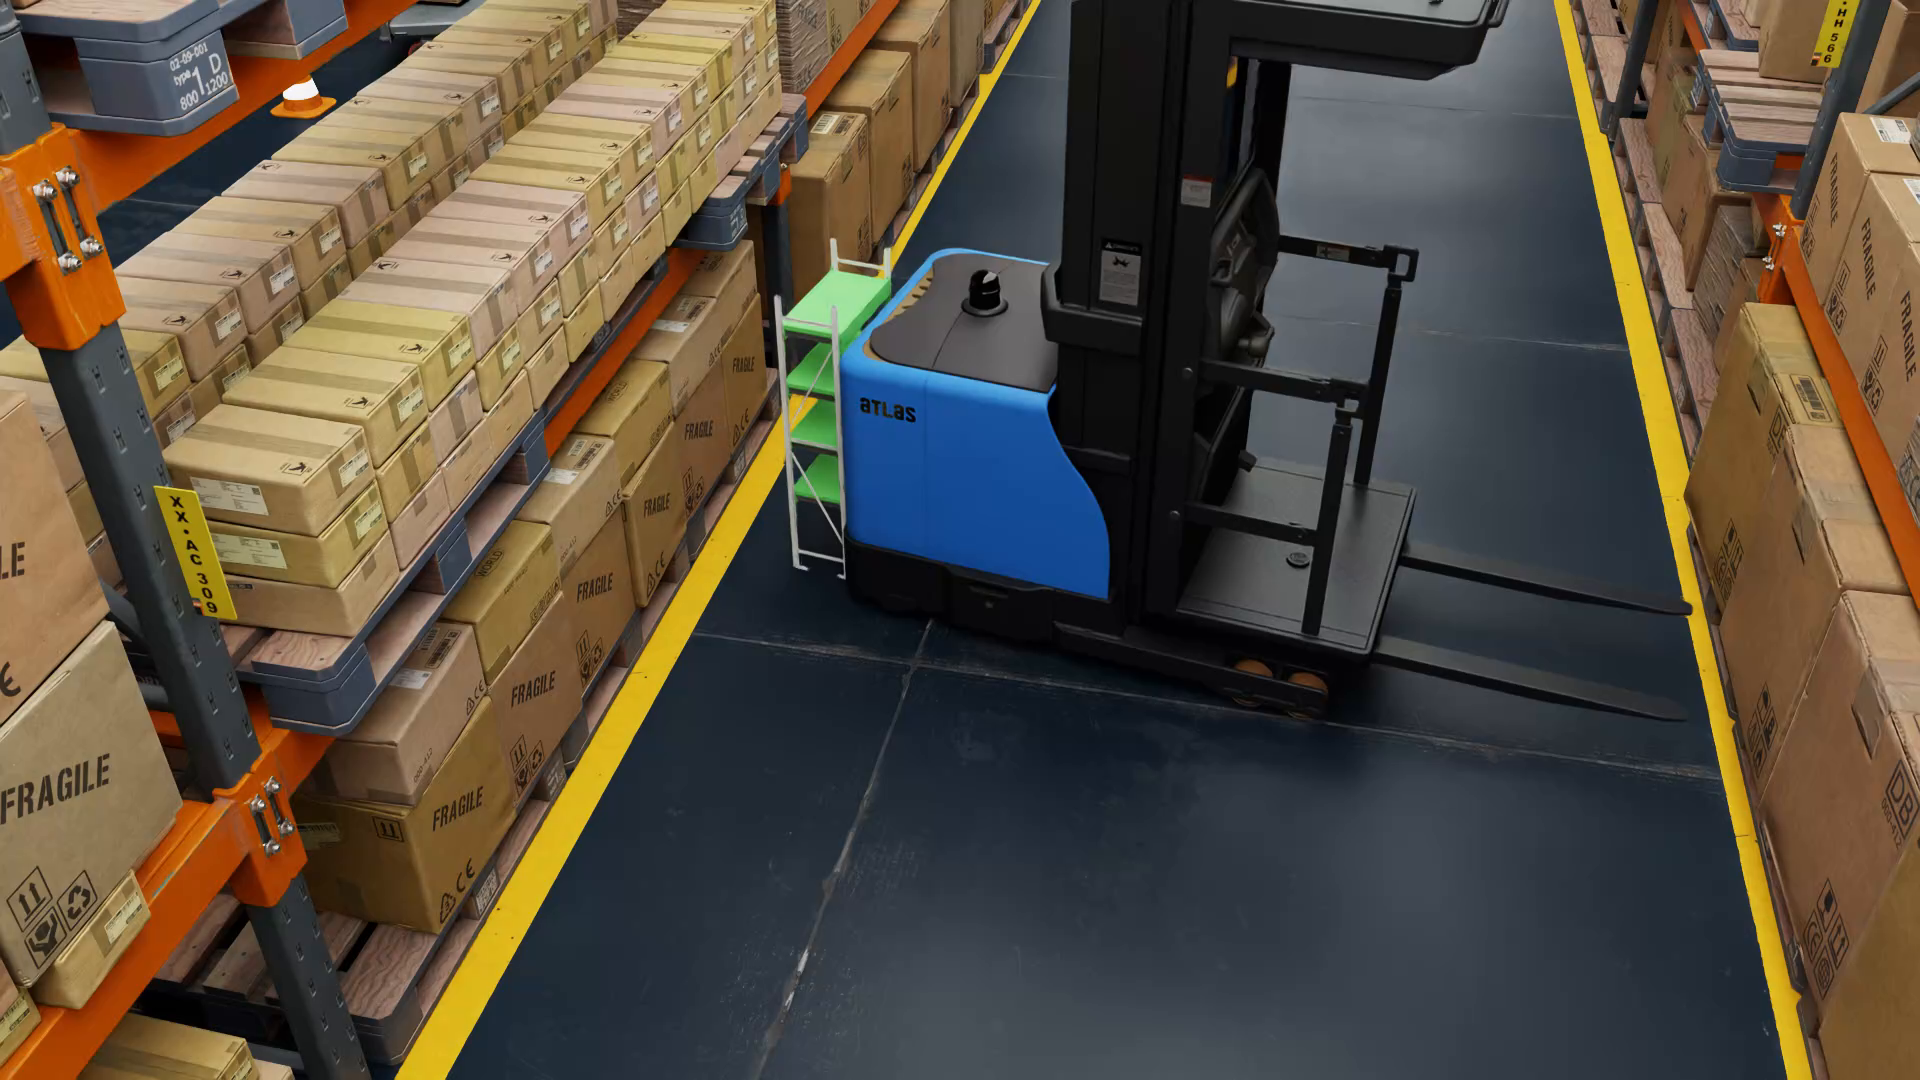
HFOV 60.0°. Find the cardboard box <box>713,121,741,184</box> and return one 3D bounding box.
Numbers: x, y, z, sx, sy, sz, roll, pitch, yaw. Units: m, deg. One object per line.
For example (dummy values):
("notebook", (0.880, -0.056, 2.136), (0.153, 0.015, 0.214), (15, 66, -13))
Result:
("cardboard box", (-1.014, -1.415, 6.002), (0.380, 0.149, 0.250), (8, 37, 11))

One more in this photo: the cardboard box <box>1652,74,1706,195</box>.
("cardboard box", (4.157, -2.136, 8.896), (0.700, 0.500, 0.500), (7, 37, 10))

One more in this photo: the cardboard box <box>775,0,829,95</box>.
("cardboard box", (-0.889, -2.241, 7.200), (0.500, 0.500, 0.500), (8, 37, 10))

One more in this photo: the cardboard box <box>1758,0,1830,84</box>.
("cardboard box", (3.673, -2.155, 6.724), (0.700, 0.500, 0.500), (13, 38, 17))

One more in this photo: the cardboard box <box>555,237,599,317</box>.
("cardboard box", (-1.294, -0.793, 4.891), (0.380, 0.149, 0.250), (7, 36, 9))

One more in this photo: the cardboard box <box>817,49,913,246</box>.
("cardboard box", (-0.847, -2.075, 8.617), (1.050, 0.750, 0.750), (8, 37, 11))

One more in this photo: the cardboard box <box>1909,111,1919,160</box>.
("cardboard box", (3.403, -1.327, 5.084), (0.797, 0.503, 0.637), (9, 37, 12))

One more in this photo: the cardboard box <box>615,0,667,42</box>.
("cardboard box", (-1.415, -2.309, 7.295), (0.500, 0.500, 0.500), (7, 37, 10))

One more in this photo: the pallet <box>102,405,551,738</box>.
("pallet", (-1.798, -0.026, 4.393), (1.003, 0.211, 1.213), (7, 37, 10))

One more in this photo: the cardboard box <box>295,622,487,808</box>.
("cardboard box", (-1.687, 0.464, 4.686), (0.500, 0.250, 0.500), (6, 36, 8))

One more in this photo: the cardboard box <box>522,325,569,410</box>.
("cardboard box", (-1.350, -0.512, 4.757), (0.380, 0.149, 0.250), (6, 36, 8))

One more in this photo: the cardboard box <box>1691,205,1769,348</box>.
("cardboard box", (3.805, -1.169, 7.562), (0.700, 0.500, 0.500), (4, 36, 6))

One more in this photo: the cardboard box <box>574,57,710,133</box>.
("cardboard box", (-1.071, -1.500, 5.613), (0.380, 0.149, 0.250), (8, 37, 11))

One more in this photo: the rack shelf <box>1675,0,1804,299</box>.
("rack shelf", (4.003, -2.152, 7.777), (1.077, 0.370, 4.000), (7, 37, 10))

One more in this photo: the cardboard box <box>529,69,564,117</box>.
("cardboard box", (-1.658, -1.604, 6.010), (0.380, 0.149, 0.250), (6, 36, 9))

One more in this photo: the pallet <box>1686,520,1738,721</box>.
("pallet", (3.333, 0.275, 6.191), (1.003, 0.211, 1.213), (7, 37, 10))

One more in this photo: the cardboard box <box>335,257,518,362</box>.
("cardboard box", (-1.403, -0.611, 4.386), (0.380, 0.149, 0.250), (7, 36, 9))

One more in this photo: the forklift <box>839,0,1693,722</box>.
("forklift", (1.131, -0.906, 5.503), (3.031, 2.935, 1.130), (13, 38, 17))

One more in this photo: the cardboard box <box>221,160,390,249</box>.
("cardboard box", (-1.929, -0.994, 4.915), (0.380, 0.149, 0.250), (6, 36, 8))

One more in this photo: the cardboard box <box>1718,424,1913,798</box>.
("cardboard box", (3.210, 0.296, 5.238), (1.225, 0.875, 0.875), (7, 37, 10))

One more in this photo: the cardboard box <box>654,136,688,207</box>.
("cardboard box", (-1.128, -1.235, 5.501), (0.380, 0.149, 0.250), (7, 37, 10))

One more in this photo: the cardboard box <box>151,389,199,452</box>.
("cardboard box", (-2.156, -0.276, 4.178), (0.380, 0.149, 0.250), (8, 37, 10))

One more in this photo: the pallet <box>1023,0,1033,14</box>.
("pallet", (0.103, -4.269, 12.460), (1.003, 0.211, 1.213), (7, 37, 10))

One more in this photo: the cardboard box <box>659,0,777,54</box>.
("cardboard box", (-0.905, -1.947, 6.230), (0.380, 0.149, 0.250), (6, 36, 8))

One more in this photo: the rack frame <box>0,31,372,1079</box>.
("rack frame", (-2.103, 0.316, 3.757), (1.000, 3.000, 0.127), (7, 37, 10))

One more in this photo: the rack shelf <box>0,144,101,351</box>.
("rack shelf", (-2.530, 0.540, 1.506), (1.077, 0.370, 4.000), (7, 37, 10))

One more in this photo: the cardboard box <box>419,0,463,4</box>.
("cardboard box", (-3.506, -3.921, 11.089), (0.500, 0.500, 0.500), (7, 37, 10))

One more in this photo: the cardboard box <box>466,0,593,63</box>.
("cardboard box", (-1.591, -1.891, 6.152), (0.380, 0.149, 0.250), (6, 36, 9))

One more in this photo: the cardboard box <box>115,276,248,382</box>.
("cardboard box", (-2.094, -0.549, 4.301), (0.380, 0.149, 0.250), (6, 36, 8))

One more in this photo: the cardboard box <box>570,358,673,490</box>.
("cardboard box", (-1.360, -0.433, 5.925), (0.500, 0.250, 0.500), (8, 37, 11))

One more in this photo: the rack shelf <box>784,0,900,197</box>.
("rack shelf", (-0.821, -2.832, 8.715), (1.077, 0.370, 4.000), (7, 37, 10))

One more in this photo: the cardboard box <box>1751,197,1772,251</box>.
("cardboard box", (3.793, -1.460, 7.325), (0.500, 0.250, 0.500), (11, 37, 15))

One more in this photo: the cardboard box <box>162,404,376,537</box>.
("cardboard box", (-1.569, -0.161, 3.765), (0.380, 0.149, 0.250), (9, 37, 12))

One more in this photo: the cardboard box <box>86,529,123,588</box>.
("cardboard box", (-2.211, -0.004, 4.056), (0.380, 0.149, 0.250), (7, 36, 9))

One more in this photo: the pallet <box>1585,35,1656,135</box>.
("pallet", (4.539, -2.851, 10.503), (1.003, 0.211, 1.213), (7, 37, 10))

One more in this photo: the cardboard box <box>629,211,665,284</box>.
("cardboard box", (-1.184, -0.970, 5.388), (0.380, 0.149, 0.250), (8, 37, 11))

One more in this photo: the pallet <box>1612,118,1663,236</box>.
("pallet", (4.265, -2.015, 9.350), (1.003, 0.211, 1.213), (7, 37, 10))

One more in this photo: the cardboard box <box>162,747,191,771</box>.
("cardboard box", (-2.191, 0.396, 4.780), (0.500, 0.250, 0.500), (6, 36, 9))

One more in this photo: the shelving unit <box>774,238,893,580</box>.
("shelving unit", (-0.460, -0.490, 6.404), (0.258, 1.200, 0.503), (12, 38, 16))

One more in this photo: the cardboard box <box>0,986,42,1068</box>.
("cardboard box", (-1.999, 0.918, 3.141), (0.380, 0.149, 0.250), (9, 37, 12))

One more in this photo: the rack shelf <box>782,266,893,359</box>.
("rack shelf", (-0.460, -0.827, 6.160), (0.258, 0.148, 0.480), (12, 38, 16))

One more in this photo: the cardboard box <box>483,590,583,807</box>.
("cardboard box", (-1.575, 0.465, 5.325), (0.500, 0.500, 0.500), (9, 37, 12))

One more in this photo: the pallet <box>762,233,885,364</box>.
("pallet", (-1.006, -1.290, 8.350), (1.003, 0.211, 1.213), (7, 37, 10))

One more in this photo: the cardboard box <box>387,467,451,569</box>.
("cardboard box", (-1.516, -0.080, 4.160), (0.380, 0.149, 0.250), (8, 37, 11))

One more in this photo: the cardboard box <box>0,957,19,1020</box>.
("cardboard box", (-2.042, 0.766, 2.799), (0.500, 0.500, 0.500), (6, 36, 9))

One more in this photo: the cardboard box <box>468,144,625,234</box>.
("cardboard box", (-1.240, -1.057, 5.002), (0.380, 0.149, 0.250), (8, 37, 11))

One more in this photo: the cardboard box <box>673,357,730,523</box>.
("cardboard box", (-1.248, -0.427, 6.556), (0.500, 0.500, 0.500), (9, 37, 12))

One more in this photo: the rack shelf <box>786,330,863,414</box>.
("rack shelf", (-0.460, -0.633, 6.300), (0.258, 0.148, 0.480), (12, 38, 16))

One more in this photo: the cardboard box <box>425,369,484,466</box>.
("cardboard box", (-1.461, -0.337, 4.262), (0.380, 0.149, 0.250), (8, 37, 11))

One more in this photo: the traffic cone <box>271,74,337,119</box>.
("traffic cone", (-4.149, -2.919, 10.383), (0.336, 0.463, 0.334), (7, 37, 10))

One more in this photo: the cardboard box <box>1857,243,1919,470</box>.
("cardboard box", (2.992, -0.503, 4.803), (0.500, 0.500, 0.500), (7, 36, 9))

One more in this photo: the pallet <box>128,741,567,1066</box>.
("pallet", (-1.938, 0.999, 5.192), (1.003, 0.211, 1.213), (7, 37, 10))

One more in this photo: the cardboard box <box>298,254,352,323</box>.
("cardboard box", (-1.989, -0.725, 4.796), (0.380, 0.149, 0.250), (6, 36, 8))

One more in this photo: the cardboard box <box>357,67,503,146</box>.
("cardboard box", (-1.761, -1.444, 5.535), (0.380, 0.149, 0.250), (9, 37, 12))

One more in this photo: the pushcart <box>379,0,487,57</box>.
("pushcart", (-3.013, -3.514, 11.276), (1.648, 0.377, 0.936), (-5, 36, -6))

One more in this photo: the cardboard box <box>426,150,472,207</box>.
("cardboard box", (-1.822, -1.175, 5.418), (0.380, 0.149, 0.250), (7, 37, 10))

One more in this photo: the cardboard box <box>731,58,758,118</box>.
("cardboard box", (-0.965, -1.672, 6.104), (0.380, 0.149, 0.250), (9, 37, 12))

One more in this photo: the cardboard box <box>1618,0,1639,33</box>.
("cardboard box", (4.725, -3.668, 11.027), (0.500, 0.500, 0.500), (4, 36, 6))
